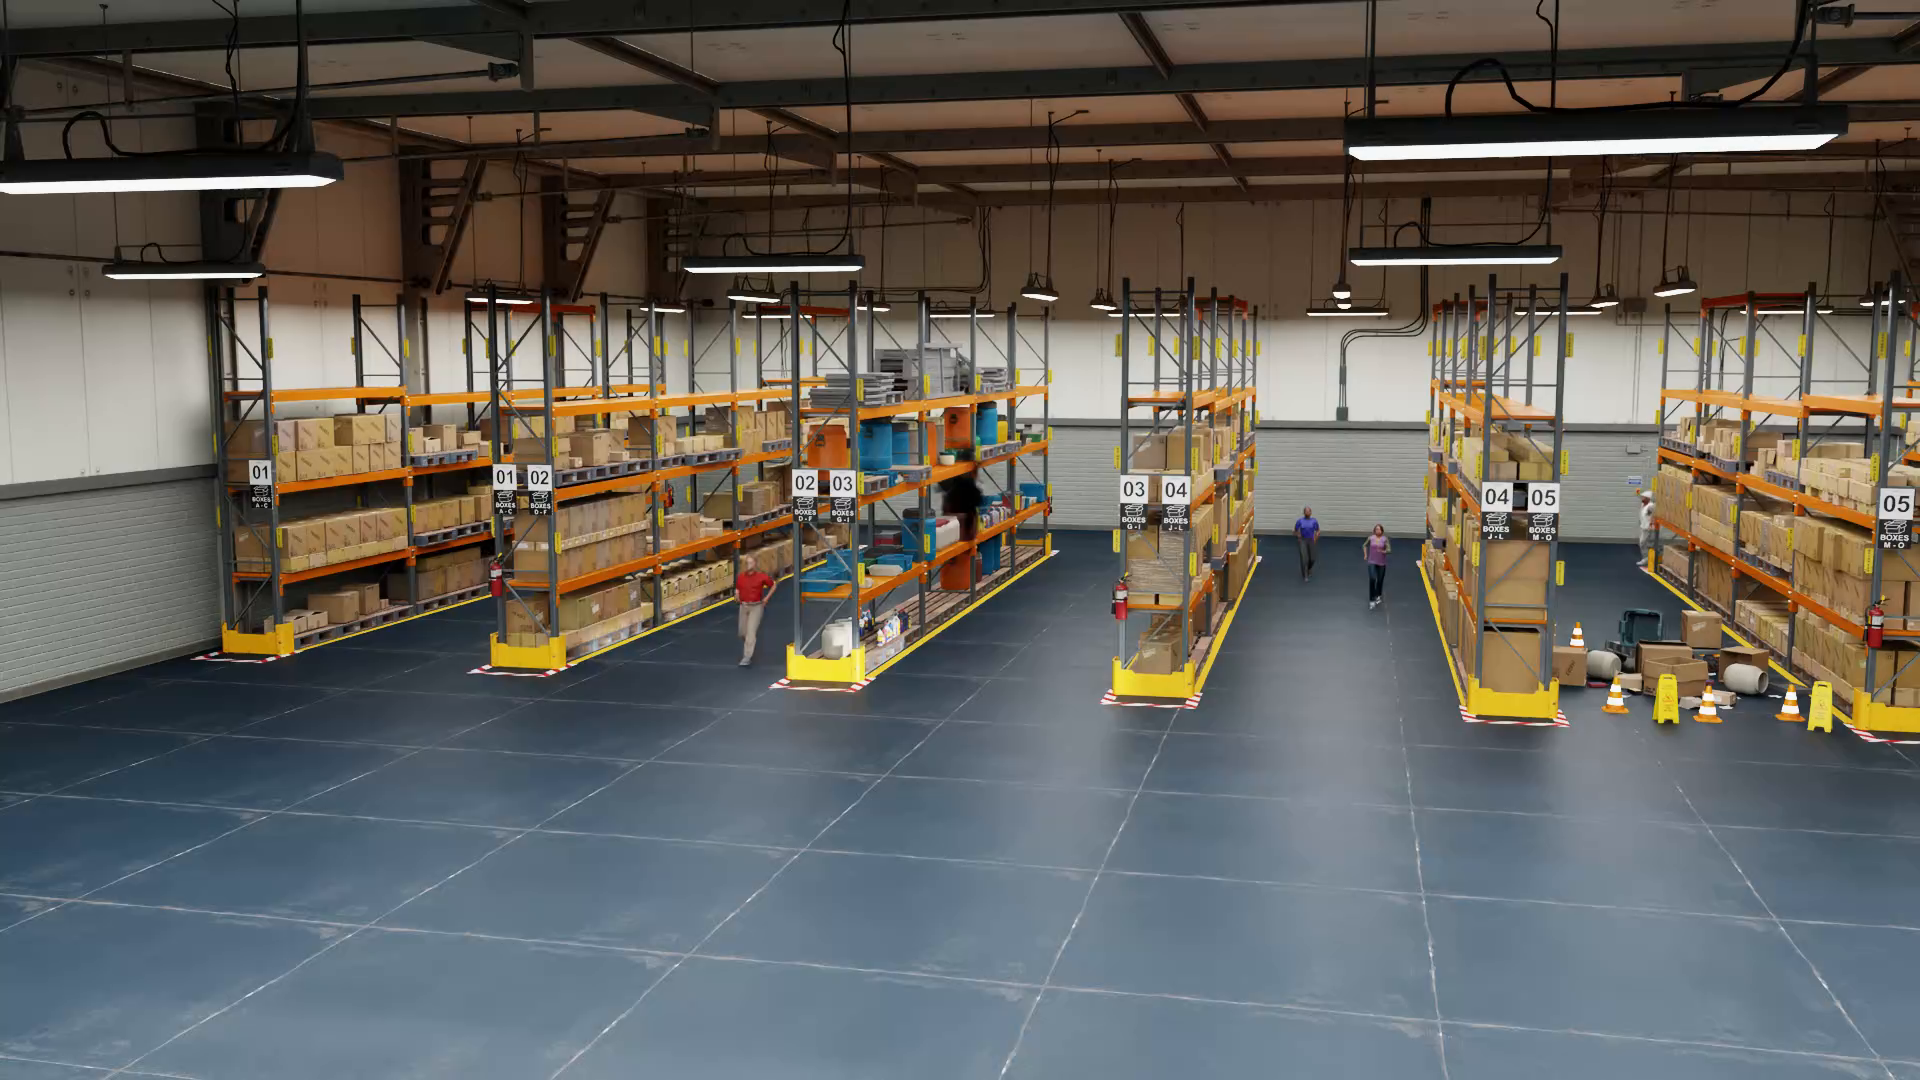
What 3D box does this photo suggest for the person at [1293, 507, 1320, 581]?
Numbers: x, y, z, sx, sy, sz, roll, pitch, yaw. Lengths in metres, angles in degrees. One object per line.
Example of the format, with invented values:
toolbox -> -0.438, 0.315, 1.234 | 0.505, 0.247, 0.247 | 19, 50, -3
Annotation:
person -> 7.491, 0.080, 35.923 | 0.572, 1.606, 0.578 | 1, 7, 8

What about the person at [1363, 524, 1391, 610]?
person -> 8.090, 0.500, 32.273 | 0.507, 1.646, 0.728 | 1, 7, 9

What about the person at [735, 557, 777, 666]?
person -> -3.350, 1.120, 26.606 | 0.677, 1.671, 0.891 | 2, 7, 18

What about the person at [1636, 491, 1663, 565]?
person -> 16.046, -0.274, 38.515 | 0.648, 1.738, 0.696 | 0, 7, 2
